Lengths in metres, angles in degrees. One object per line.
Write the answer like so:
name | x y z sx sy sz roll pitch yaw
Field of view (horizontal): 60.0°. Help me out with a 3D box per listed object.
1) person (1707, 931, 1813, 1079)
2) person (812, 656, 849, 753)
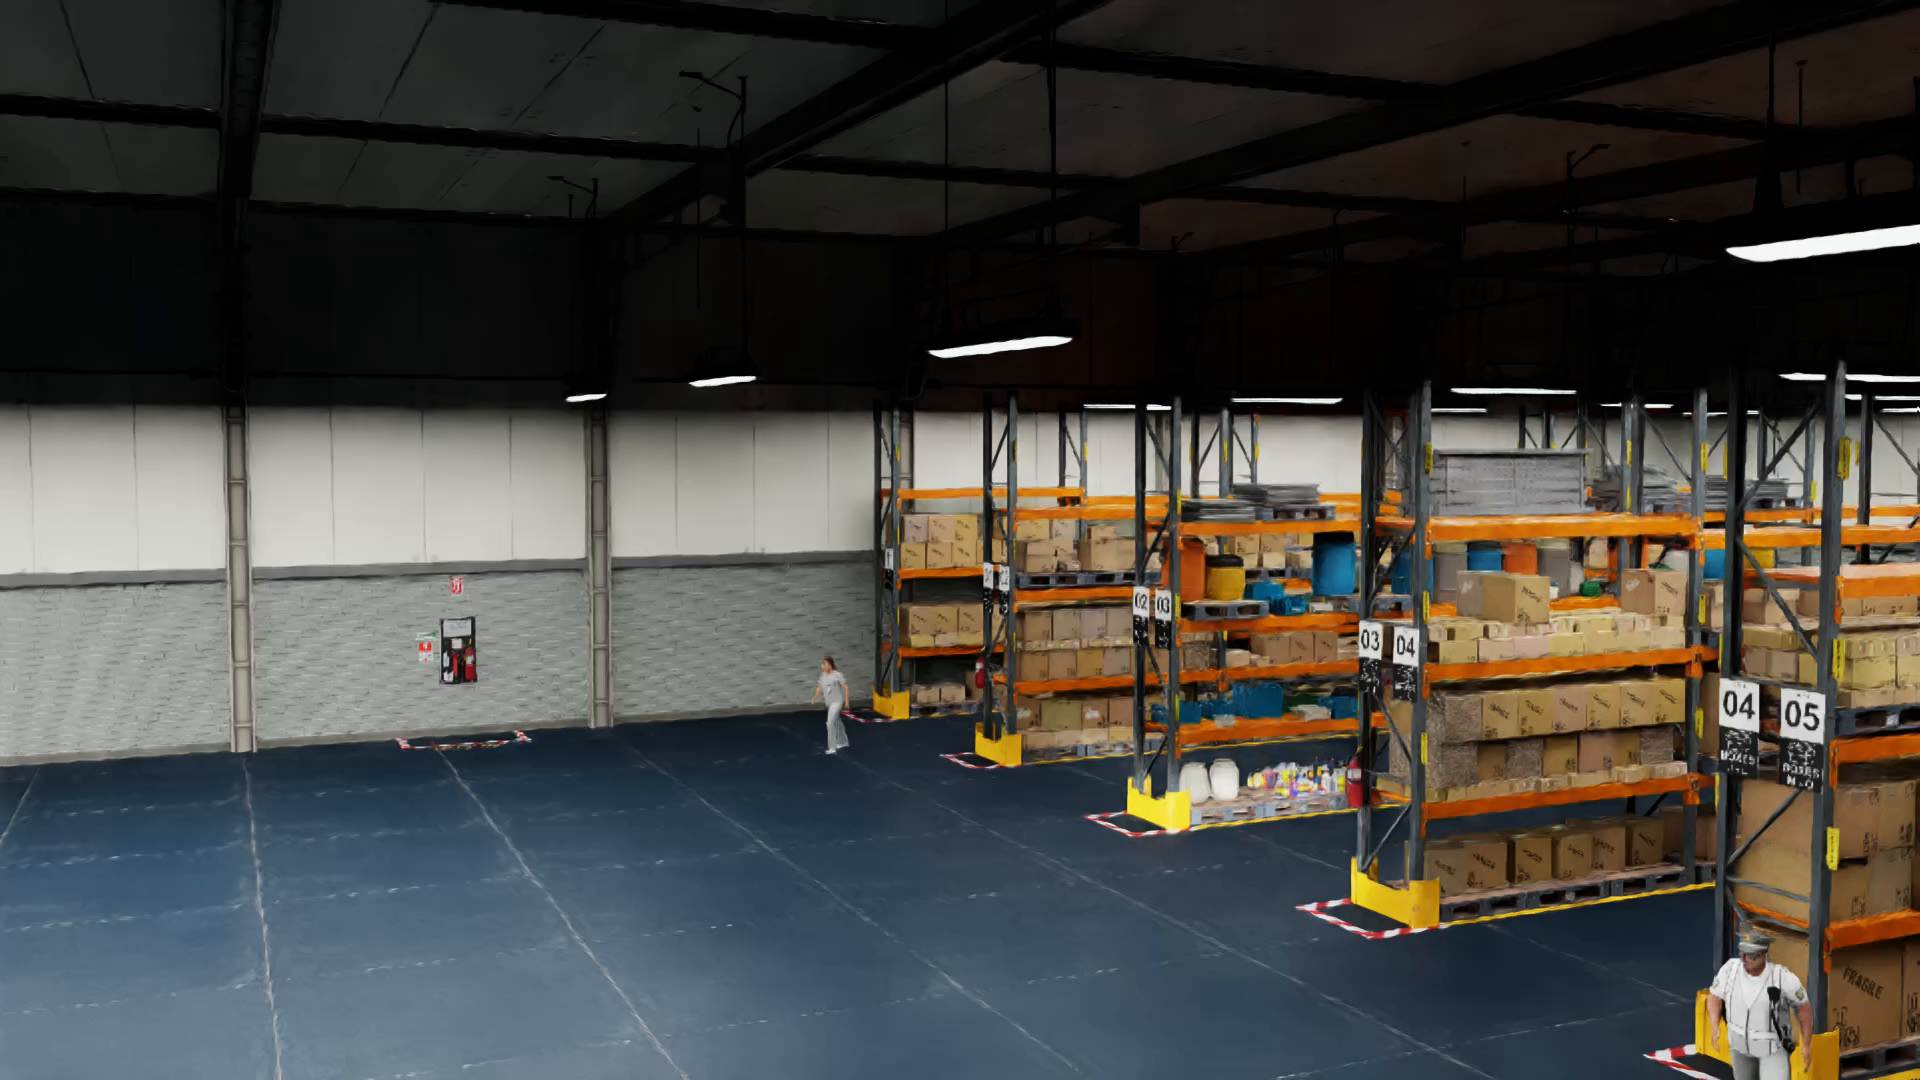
person | 5.766 3.613 11.945 0.863 1.686 0.700 -3 4 -41
person | -2.096 2.733 27.806 0.802 1.606 0.604 -3 5 -43
